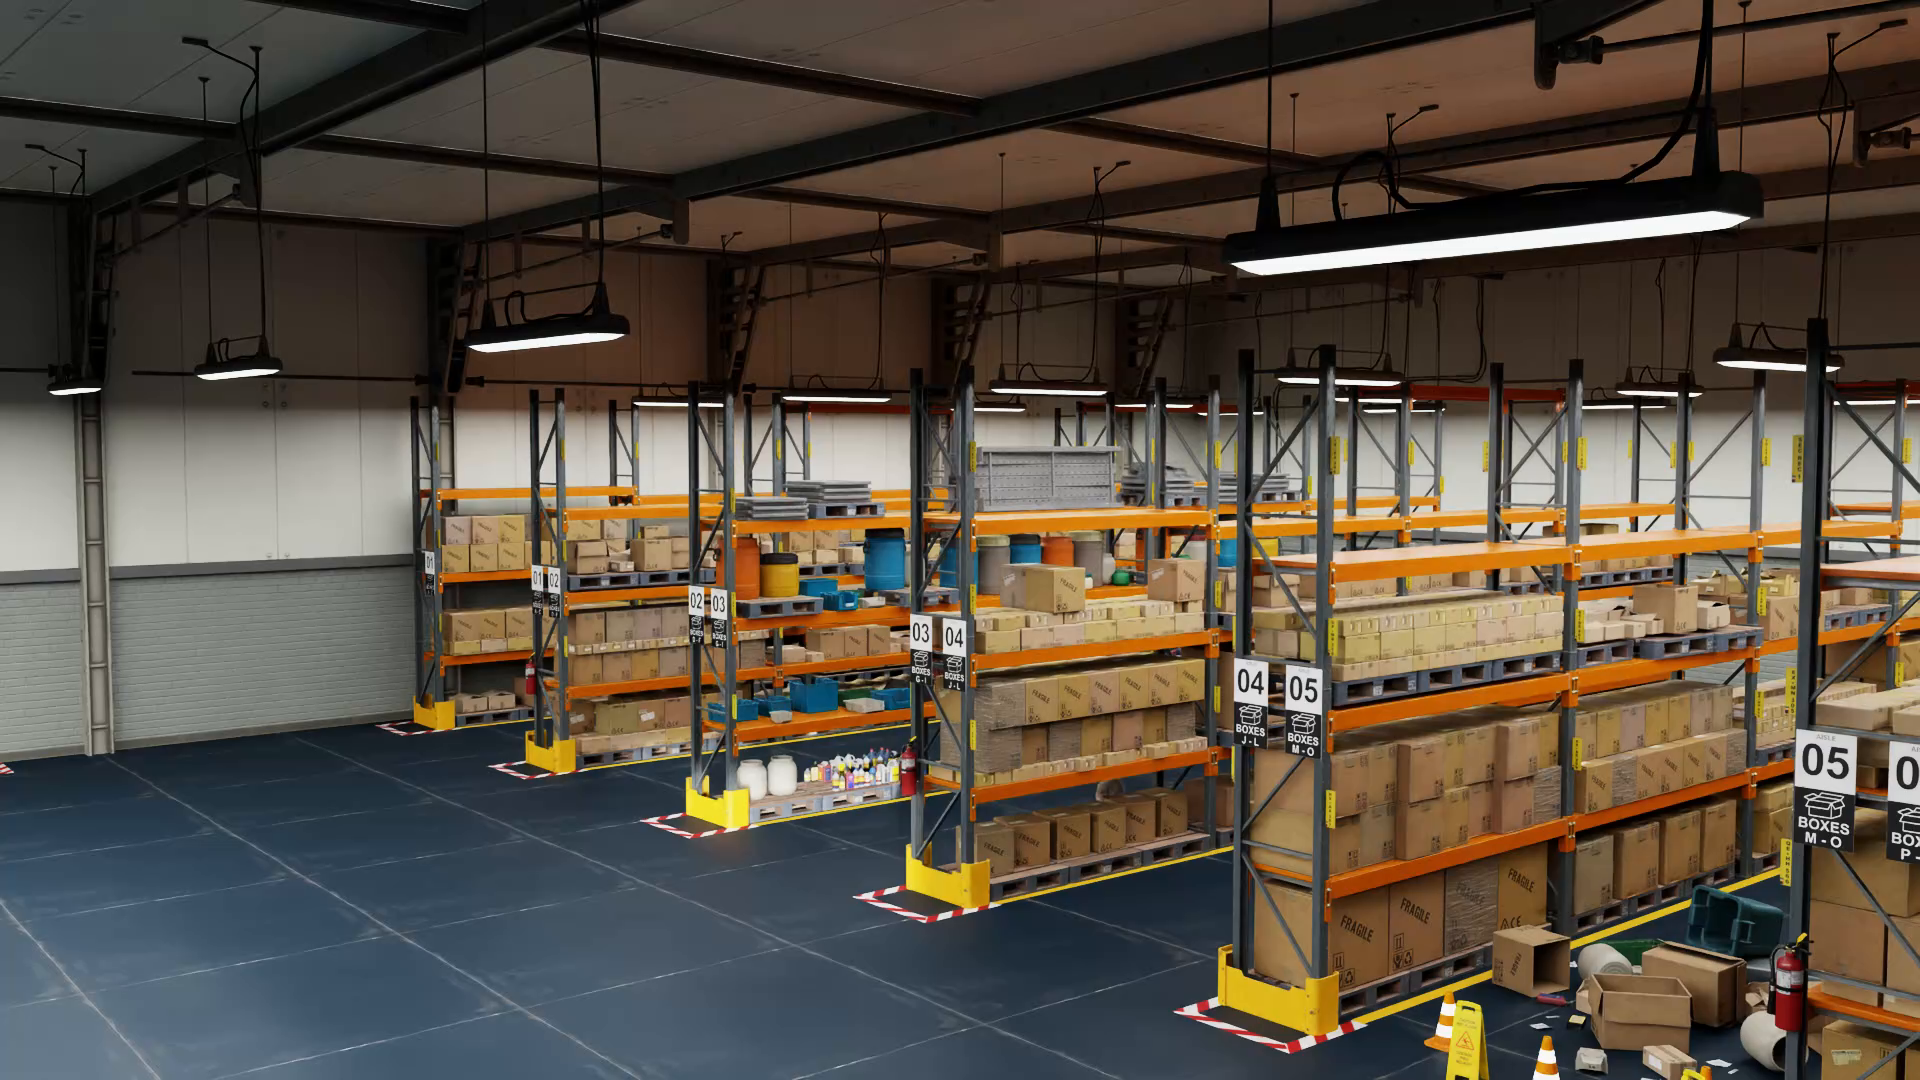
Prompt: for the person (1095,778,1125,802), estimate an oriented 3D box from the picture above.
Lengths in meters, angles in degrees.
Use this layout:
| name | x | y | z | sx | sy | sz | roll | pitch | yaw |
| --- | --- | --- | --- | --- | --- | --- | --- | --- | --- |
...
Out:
| name | x | y | z | sx | sy | sz | roll | pitch | yaw |
| --- | --- | --- | --- | --- | --- | --- | --- | --- | --- |
| person | 1.977 | 2.937 | 23.012 | 0.919 | 1.687 | 0.542 | -2 | 4 | -30 |
